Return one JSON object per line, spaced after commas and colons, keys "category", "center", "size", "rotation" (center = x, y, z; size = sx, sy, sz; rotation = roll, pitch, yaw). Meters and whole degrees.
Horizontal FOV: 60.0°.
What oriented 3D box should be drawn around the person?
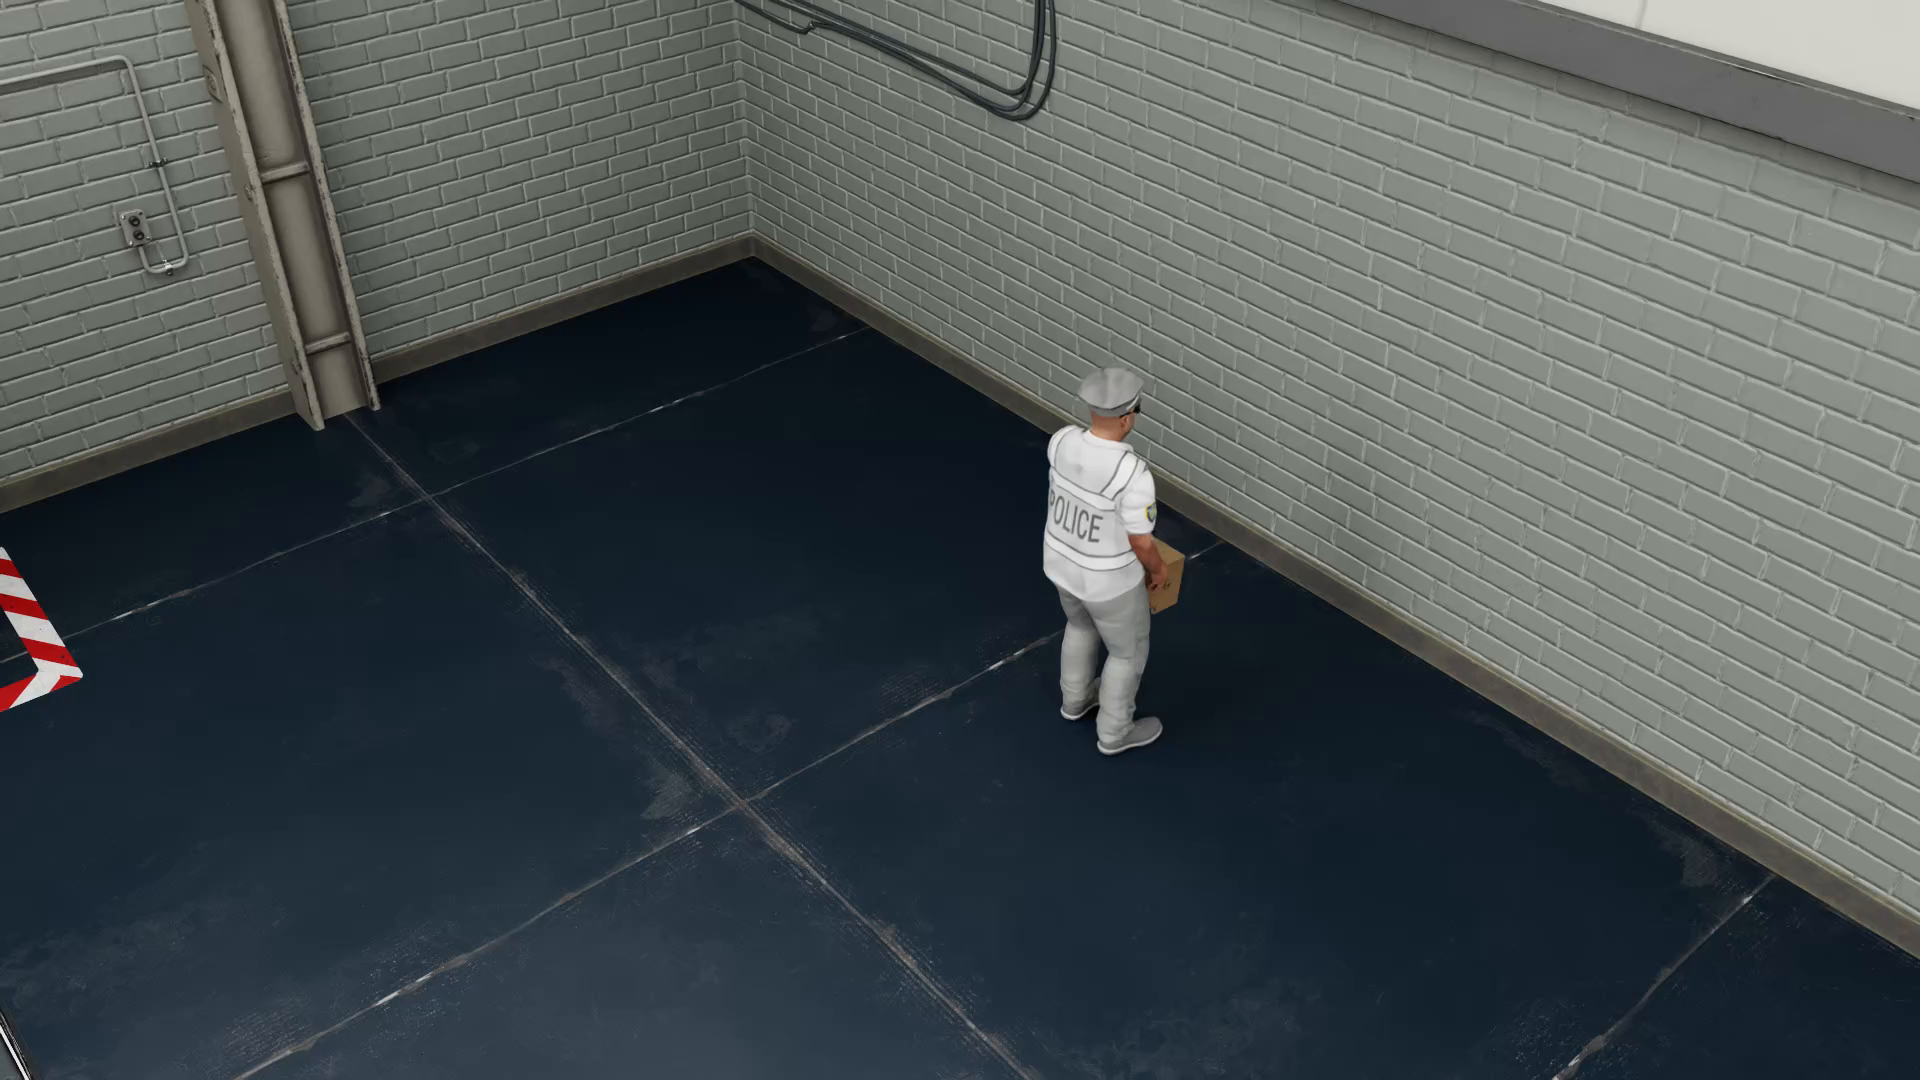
{"category": "person", "center": [0.599, 0.097, 6.924], "size": [0.470, 1.763, 0.547], "rotation": [-27, 44, -32]}
